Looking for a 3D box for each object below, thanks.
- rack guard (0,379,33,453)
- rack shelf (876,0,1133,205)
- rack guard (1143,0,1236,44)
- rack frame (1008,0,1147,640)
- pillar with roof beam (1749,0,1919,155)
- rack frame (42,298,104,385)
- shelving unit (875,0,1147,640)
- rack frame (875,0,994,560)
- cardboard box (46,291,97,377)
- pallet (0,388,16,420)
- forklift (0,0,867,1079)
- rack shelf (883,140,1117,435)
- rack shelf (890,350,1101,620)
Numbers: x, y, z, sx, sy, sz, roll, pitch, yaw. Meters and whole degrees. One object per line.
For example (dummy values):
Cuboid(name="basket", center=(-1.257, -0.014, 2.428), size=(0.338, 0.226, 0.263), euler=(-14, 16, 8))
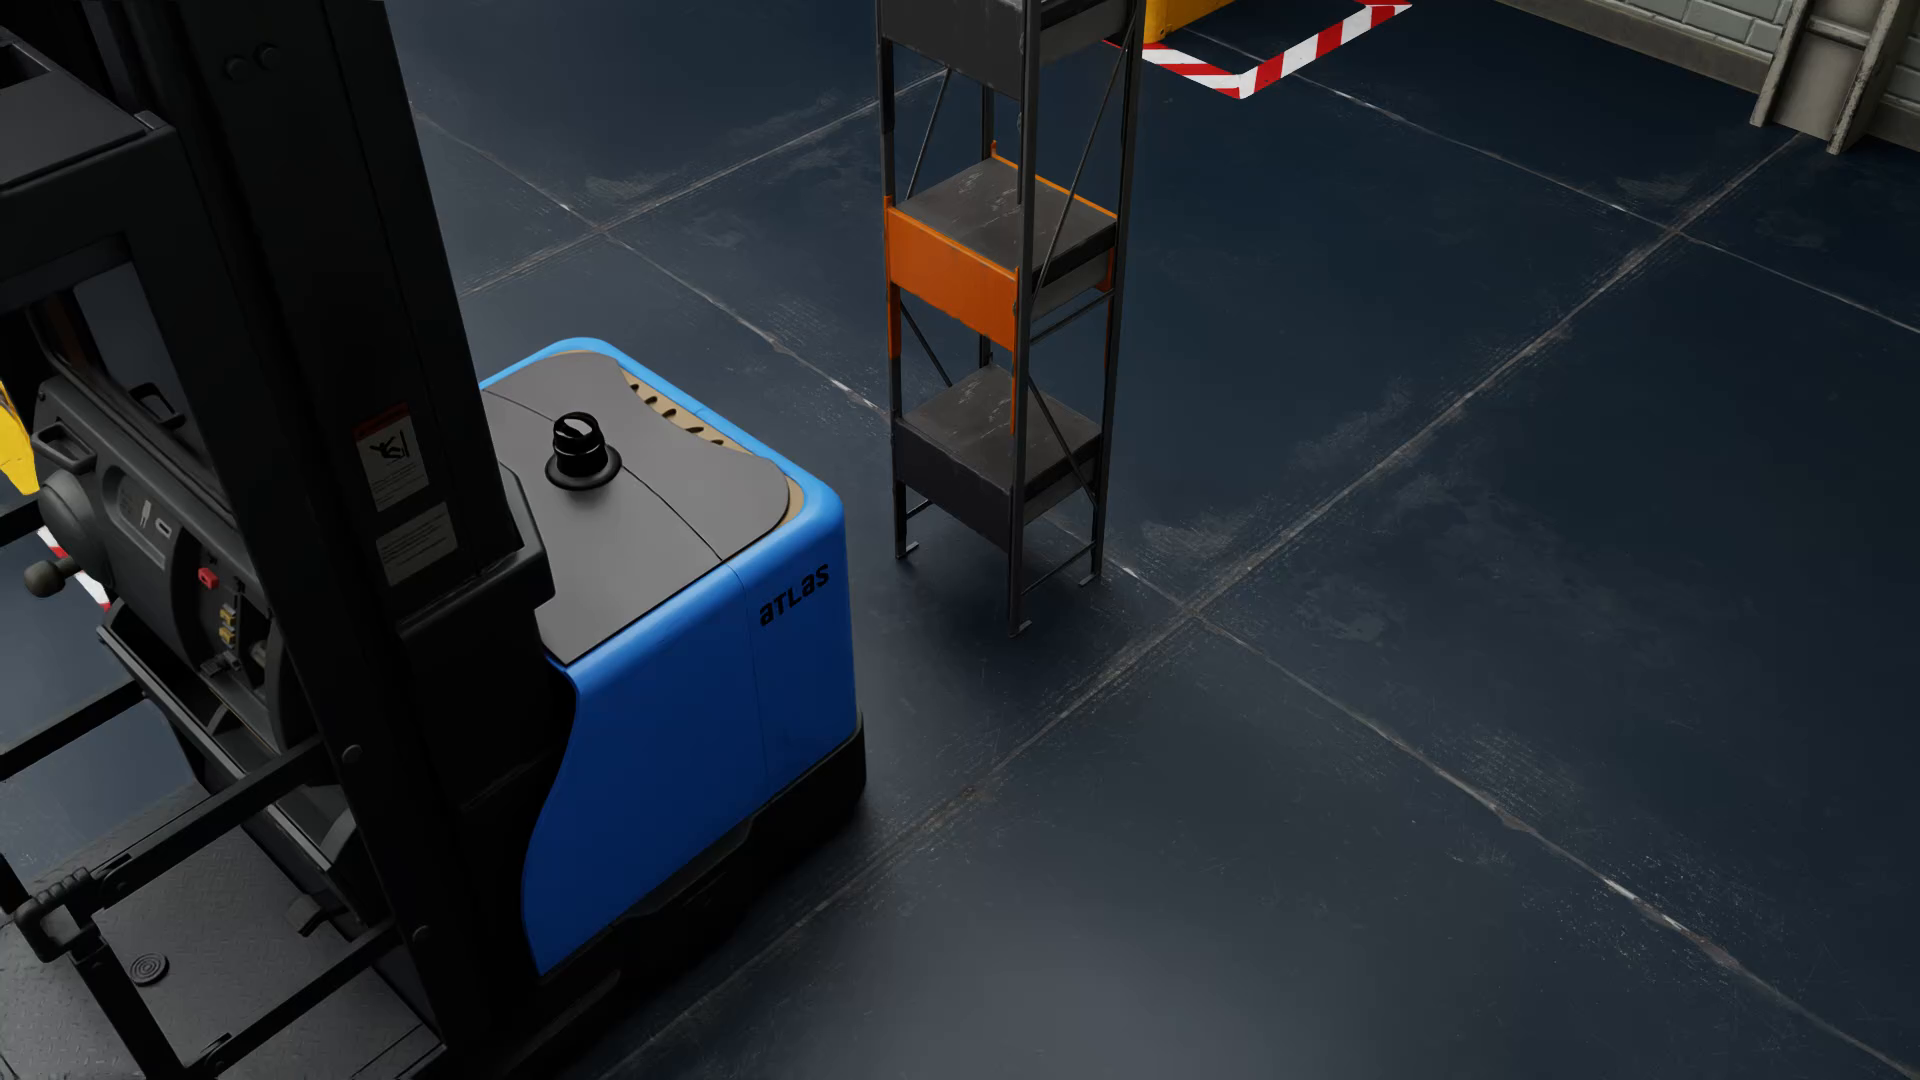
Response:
Cuboid(name="rack guard", center=(-2.411, -0.513, 5.437), size=(1.175, 0.500, 0.348), euler=(-34, 53, -31))
Cuboid(name="rack shelf", center=(0.117, -1.196, 3.986), size=(0.431, 0.518, 0.480), euler=(-34, 53, -31))
Cuboid(name="rack guard", center=(1.165, -2.841, 7.956), size=(1.175, 0.500, 0.348), euler=(-34, 53, -31))
Cuboid(name="rack frame", center=(0.289, -0.574, 4.324), size=(0.400, 2.100, 0.015), euler=(-34, 53, -31))
Cuboid(name="pillar with roof beam", center=(0.619, -3.028, 1.896), size=(9.100, 9.000, 0.400), euler=(-34, 53, -31))
Cuboid(name="rack frame", center=(-2.357, -1.395, 4.549), size=(1.000, 3.000, 0.127), euler=(-34, 53, -31))
Cuboid(name="shelving unit", center=(0.117, -0.692, 4.451), size=(0.431, 2.100, 0.503), euler=(-34, 53, -31))
Cuboid(name="rack frame", center=(-0.055, -0.809, 4.578), size=(0.400, 2.100, 0.015), euler=(-34, 53, -31))
Cuboid(name="cardboard box", center=(-2.915, -0.782, 5.403), size=(0.500, 0.500, 0.500), euler=(-34, 53, -31))
Cuboid(name="pallet", center=(-2.974, -0.790, 5.949), size=(1.003, 0.211, 1.213), euler=(-34, 53, -31))
Cuboid(name="forklift", center=(-1.624, 0.120, 2.960), size=(1.130, 2.935, 3.031), euler=(32, 52, 30))
Cuboid(name="rack shelf", center=(0.117, -0.682, 4.461), size=(0.431, 0.518, 0.480), euler=(-34, 53, -31))
Cuboid(name="rack shelf", center=(0.117, -0.168, 4.936), size=(0.431, 0.518, 0.480), euler=(-34, 53, -31))
